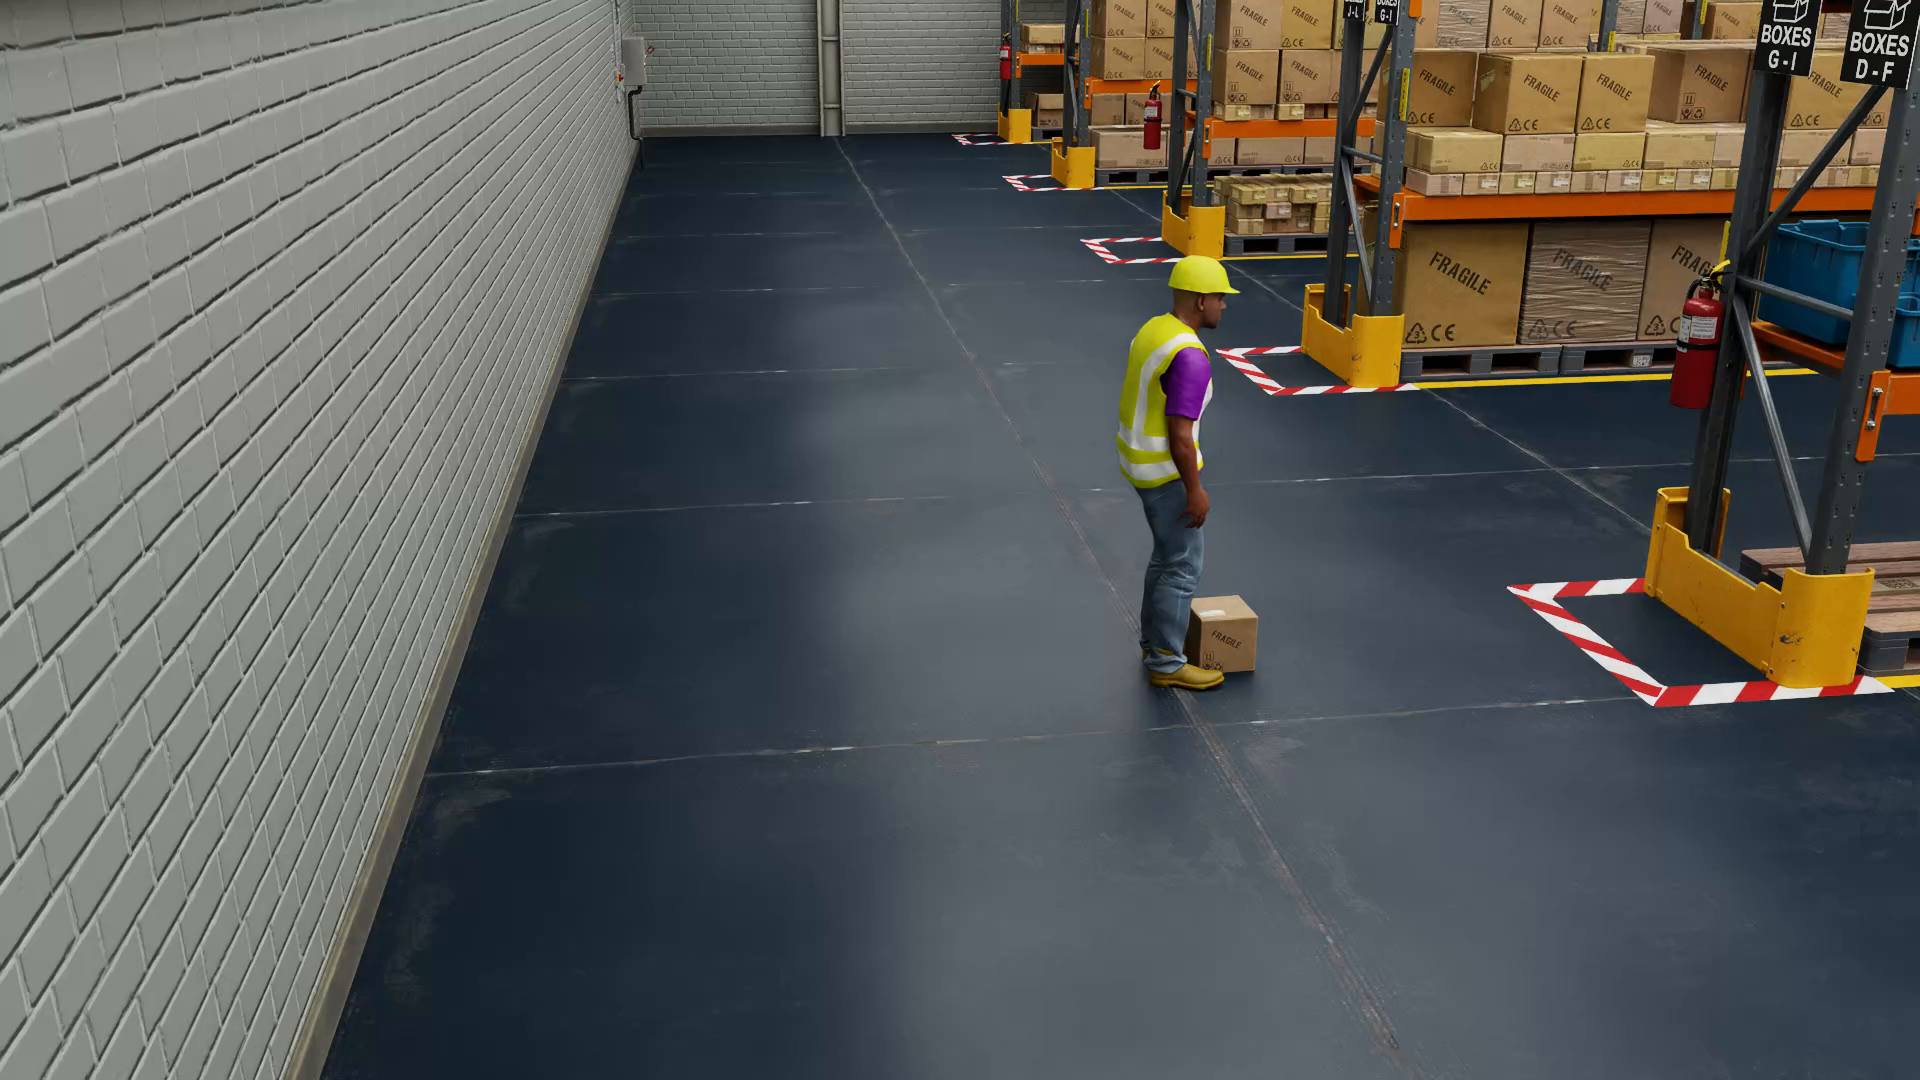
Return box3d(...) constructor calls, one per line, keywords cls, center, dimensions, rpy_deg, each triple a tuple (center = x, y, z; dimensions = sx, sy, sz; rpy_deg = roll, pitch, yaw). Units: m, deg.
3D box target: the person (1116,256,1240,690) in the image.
box3d(cls="person", center=(0.887, -0.285, 6.836), dimensions=(0.461, 1.760, 0.626), rpy_deg=(-3, 20, -8))
